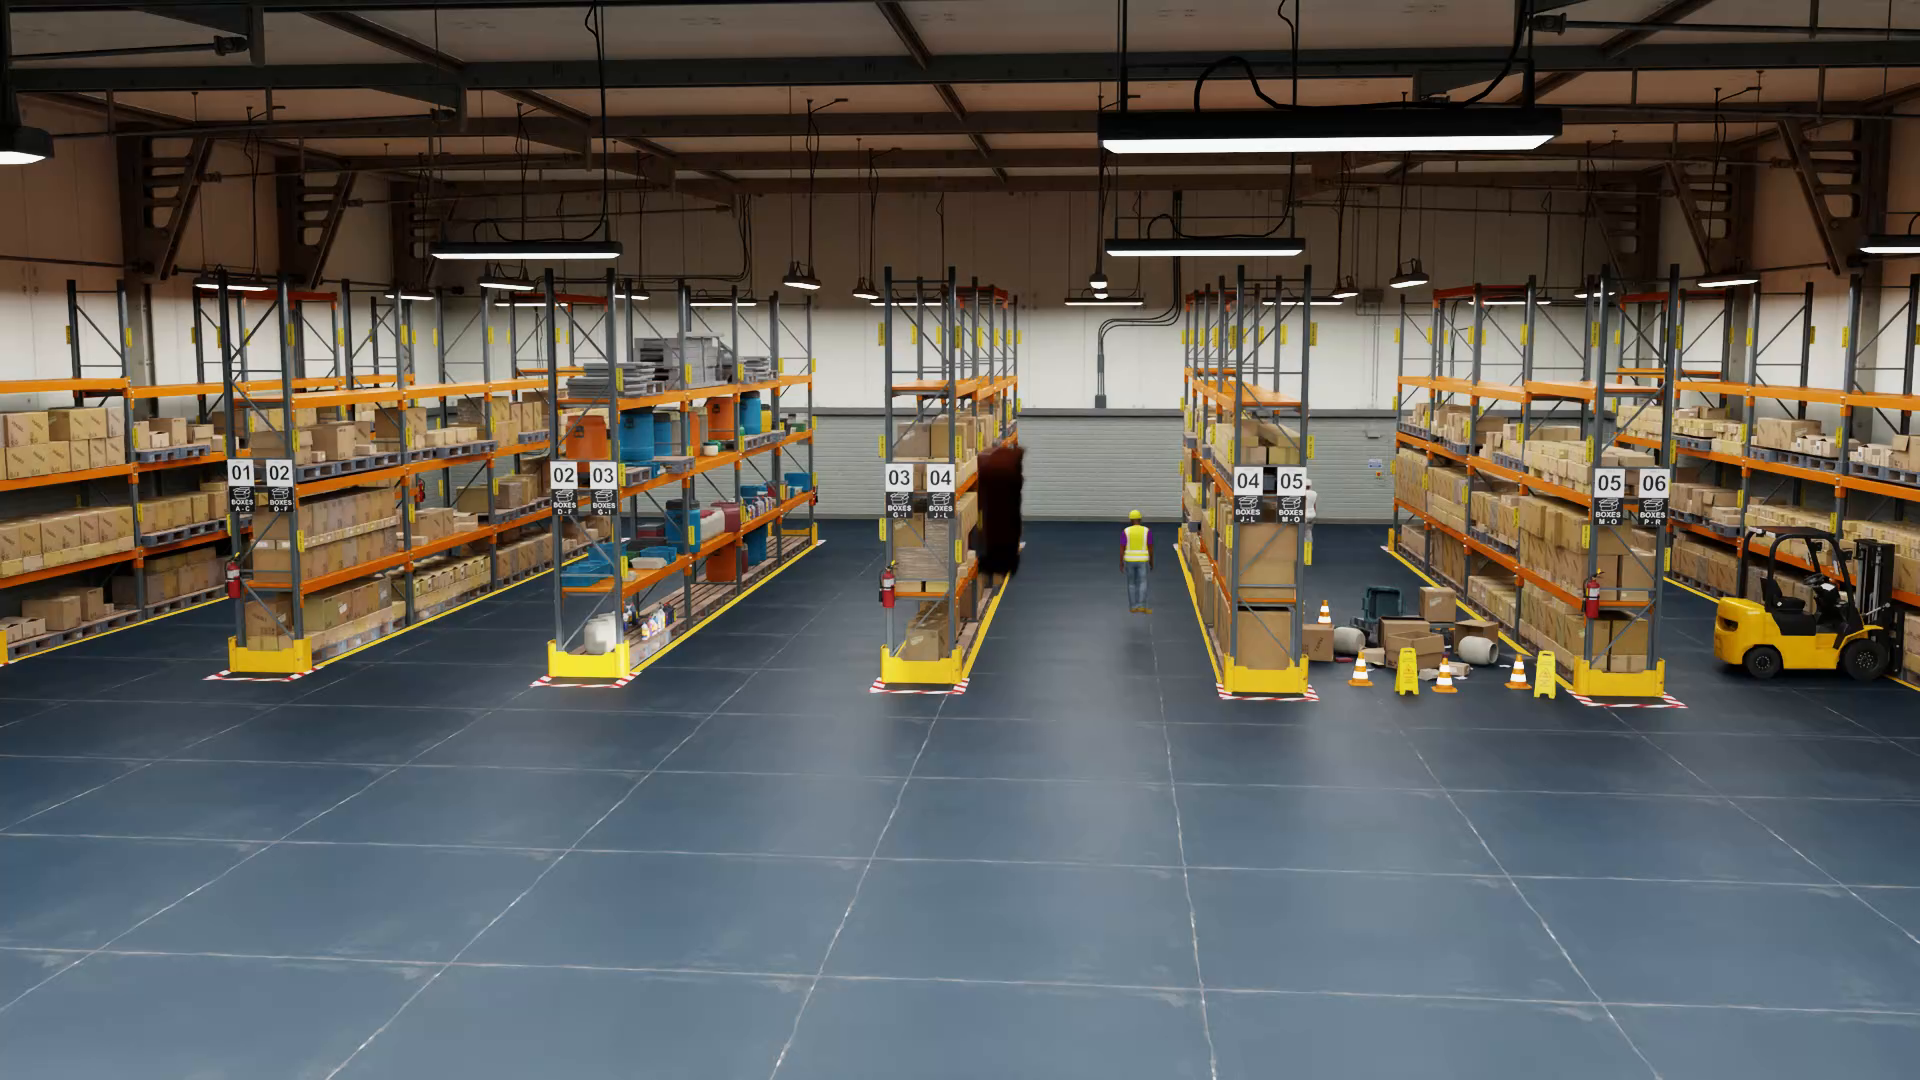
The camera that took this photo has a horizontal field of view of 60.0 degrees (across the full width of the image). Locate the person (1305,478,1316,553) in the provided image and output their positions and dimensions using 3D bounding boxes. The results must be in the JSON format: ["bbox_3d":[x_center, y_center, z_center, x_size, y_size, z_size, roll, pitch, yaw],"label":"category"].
[{"bbox_3d":[7.984,-0.521,38.214,0.608,1.784,0.468,-6,9,-42],"label":"person"}]

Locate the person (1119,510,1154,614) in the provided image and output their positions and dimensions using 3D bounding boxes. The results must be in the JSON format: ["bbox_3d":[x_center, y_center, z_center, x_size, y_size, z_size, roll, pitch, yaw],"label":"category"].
[{"bbox_3d":[3.029,0.373,28.551,0.594,1.772,0.536,0,7,4],"label":"person"}]
